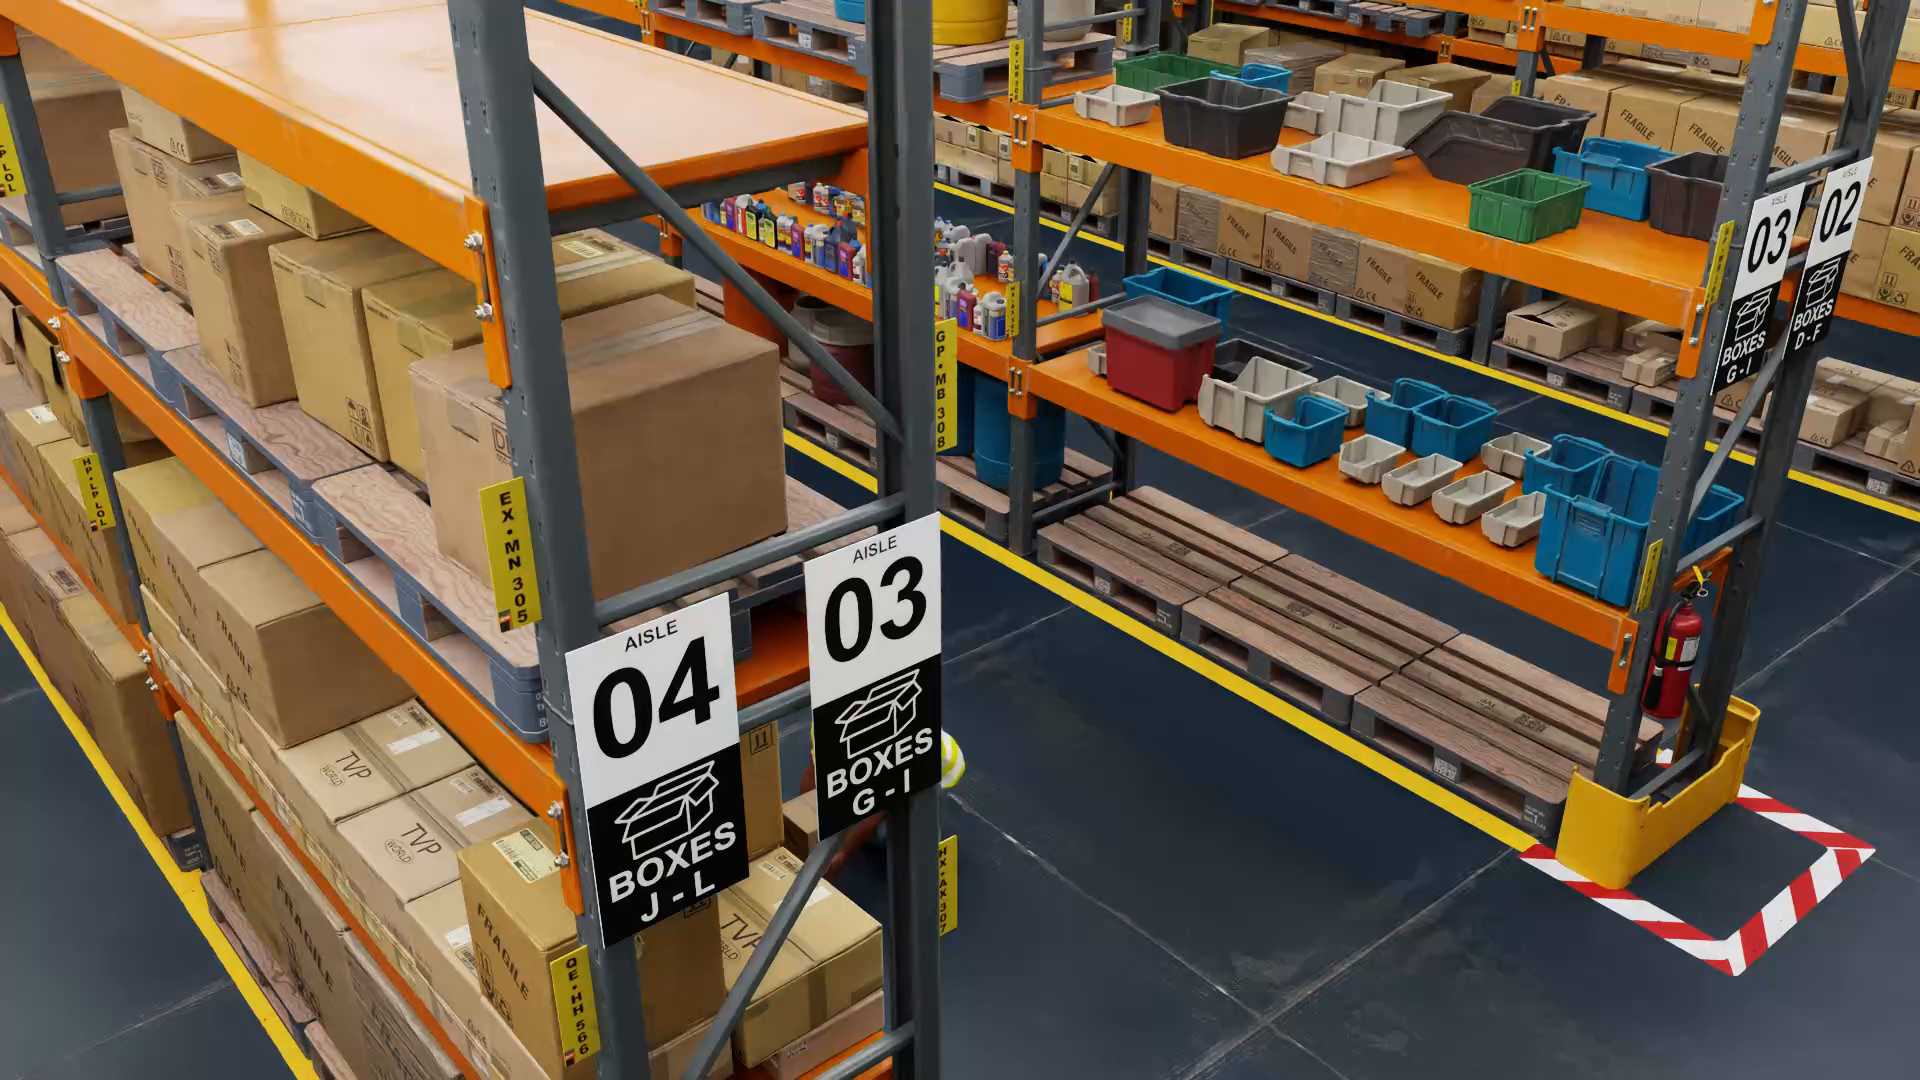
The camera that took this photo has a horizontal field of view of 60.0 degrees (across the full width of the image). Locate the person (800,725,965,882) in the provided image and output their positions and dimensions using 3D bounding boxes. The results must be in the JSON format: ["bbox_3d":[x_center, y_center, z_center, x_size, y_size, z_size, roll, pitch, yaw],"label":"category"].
[{"bbox_3d":[-0.381,1.049,7.583,0.893,0.955,0.562,-22,35,-35],"label":"person"}]
